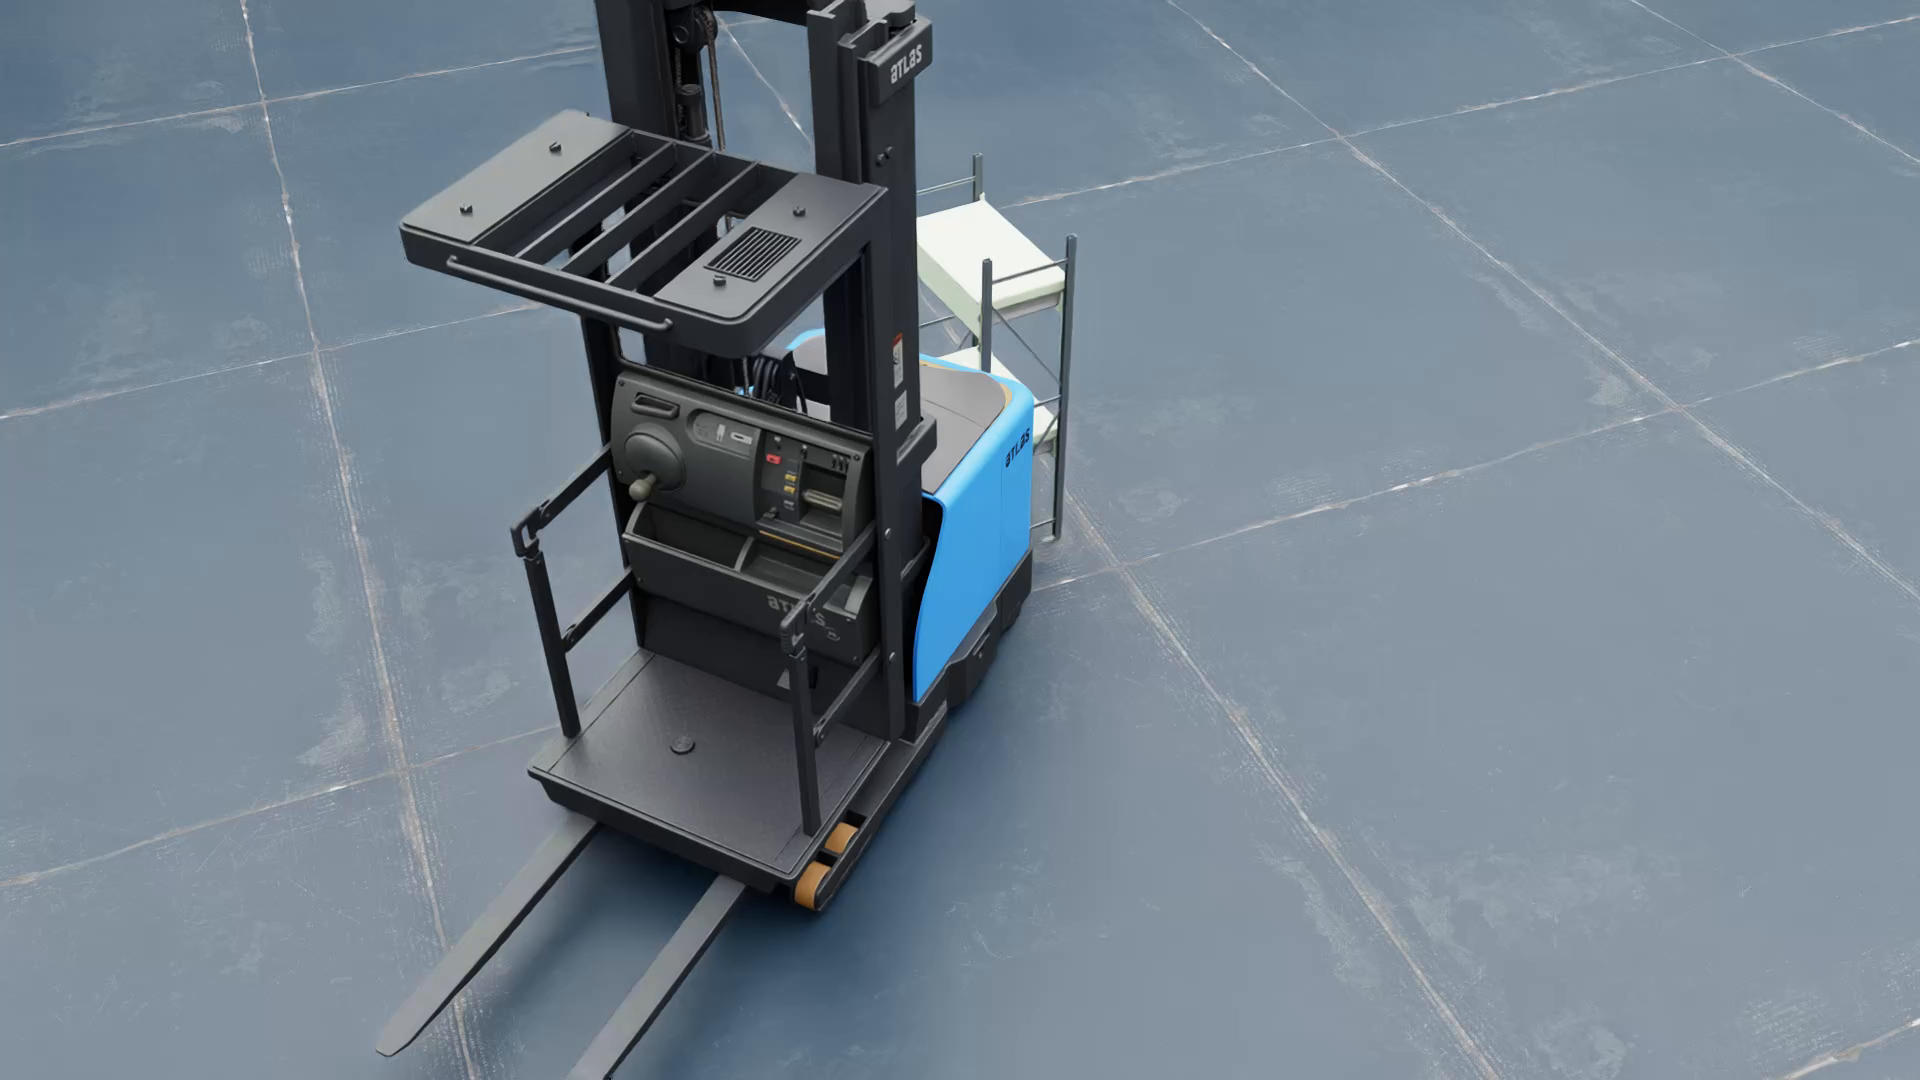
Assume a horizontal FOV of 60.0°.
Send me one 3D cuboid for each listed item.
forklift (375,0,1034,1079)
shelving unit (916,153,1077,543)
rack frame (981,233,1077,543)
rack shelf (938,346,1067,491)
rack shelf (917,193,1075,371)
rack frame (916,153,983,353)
[{"bbox_3d":[-0.817,-0.166,5.195,1.130,2.935,3.031,18,44,20],"label":"forklift"},{"bbox_3d":[0.087,-0.735,6.954,0.431,1.500,0.755,-19,44,-21],"label":"shelving unit"},{"bbox_3d":[0.262,-0.525,6.710,0.400,1.500,0.023,-19,44,-21],"label":"rack frame"},{"bbox_3d":[0.087,-0.488,7.167,0.431,0.370,0.720,-19,44,-21],"label":"rack shelf"},{"bbox_3d":[0.087,-1.031,6.700,0.431,0.370,0.720,-19,44,-21],"label":"rack shelf"},{"bbox_3d":[-0.088,-0.944,7.198,0.400,1.500,0.023,-19,44,-21],"label":"rack frame"}]
